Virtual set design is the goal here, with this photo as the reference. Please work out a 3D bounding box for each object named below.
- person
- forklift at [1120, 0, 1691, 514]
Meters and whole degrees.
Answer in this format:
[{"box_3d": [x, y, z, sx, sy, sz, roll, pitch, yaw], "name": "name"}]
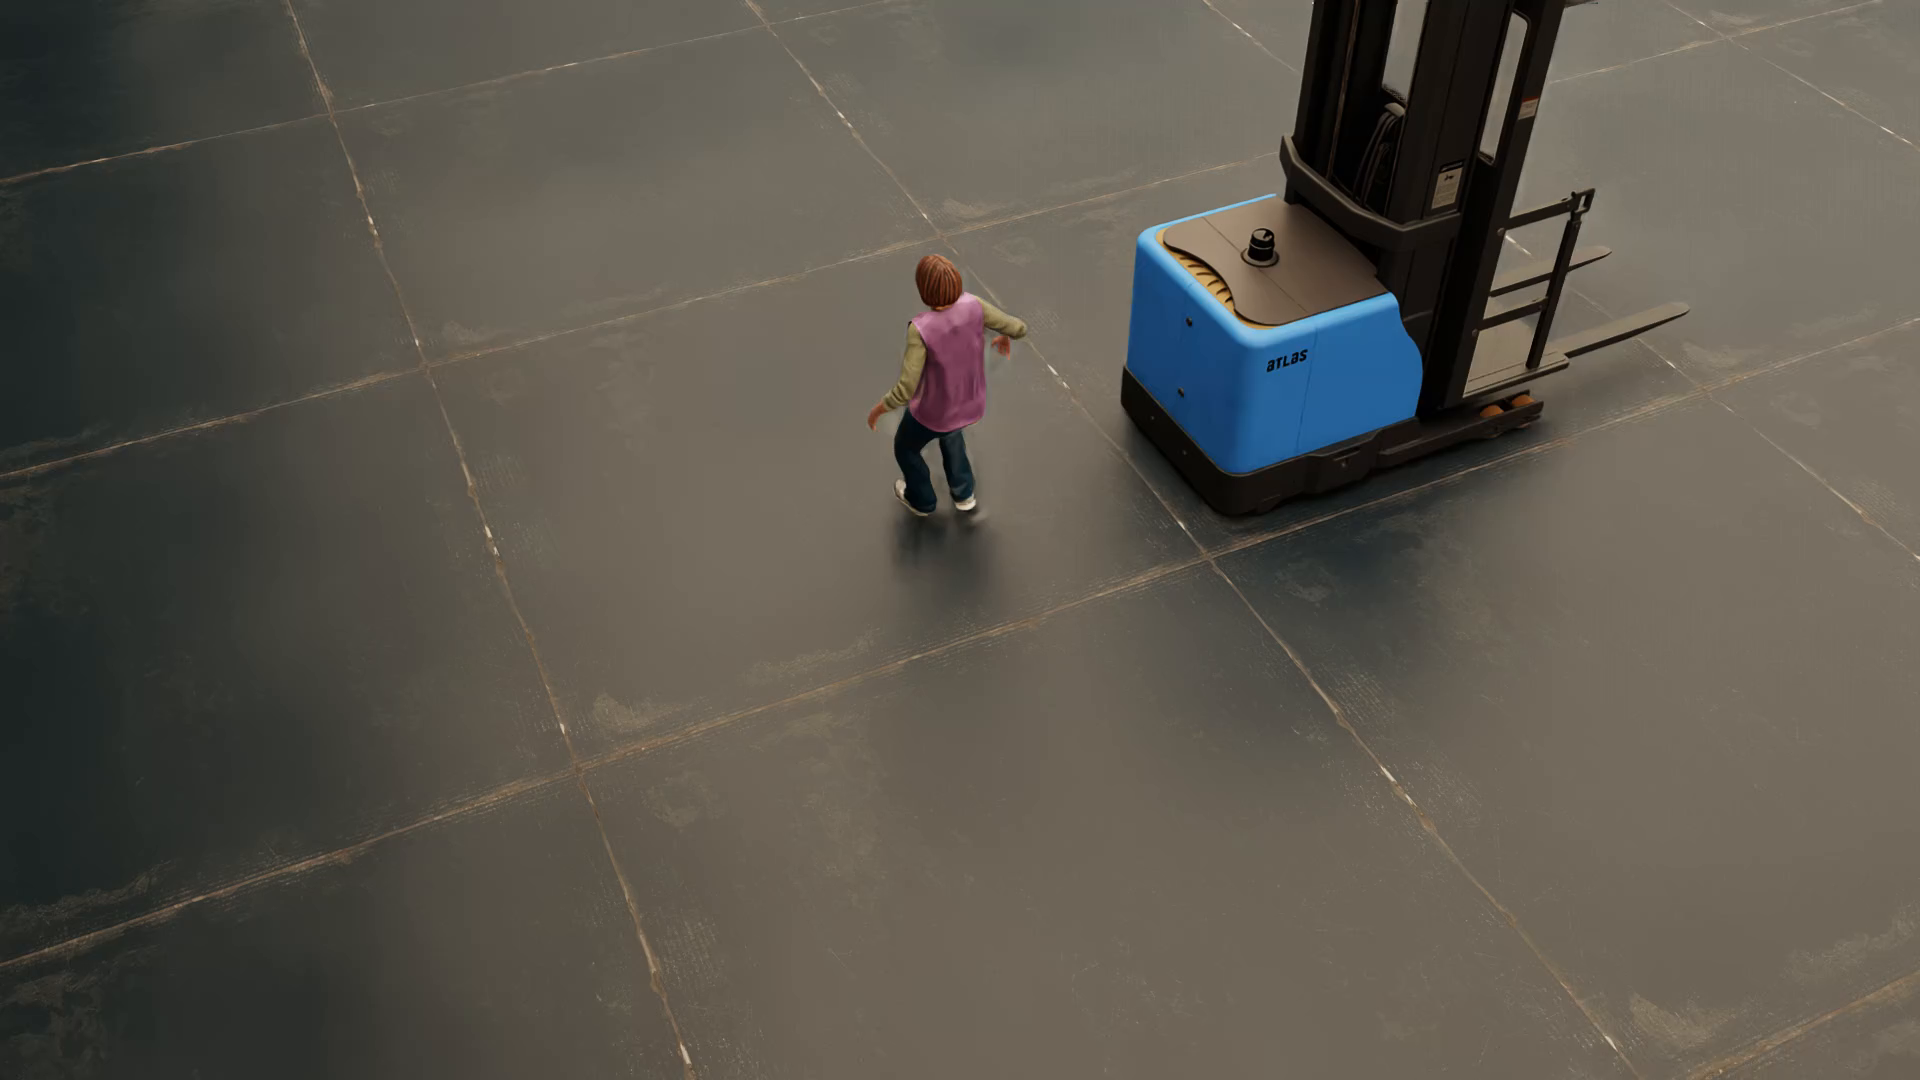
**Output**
[{"box_3d": [-0.112, -0.666, 7.438, 0.767, 1.548, 0.589, -21, 47, -21], "name": "person"}, {"box_3d": [2.373, -1.888, 7.704, 3.031, 2.935, 1.130, -18, 46, -19], "name": "forklift"}]
